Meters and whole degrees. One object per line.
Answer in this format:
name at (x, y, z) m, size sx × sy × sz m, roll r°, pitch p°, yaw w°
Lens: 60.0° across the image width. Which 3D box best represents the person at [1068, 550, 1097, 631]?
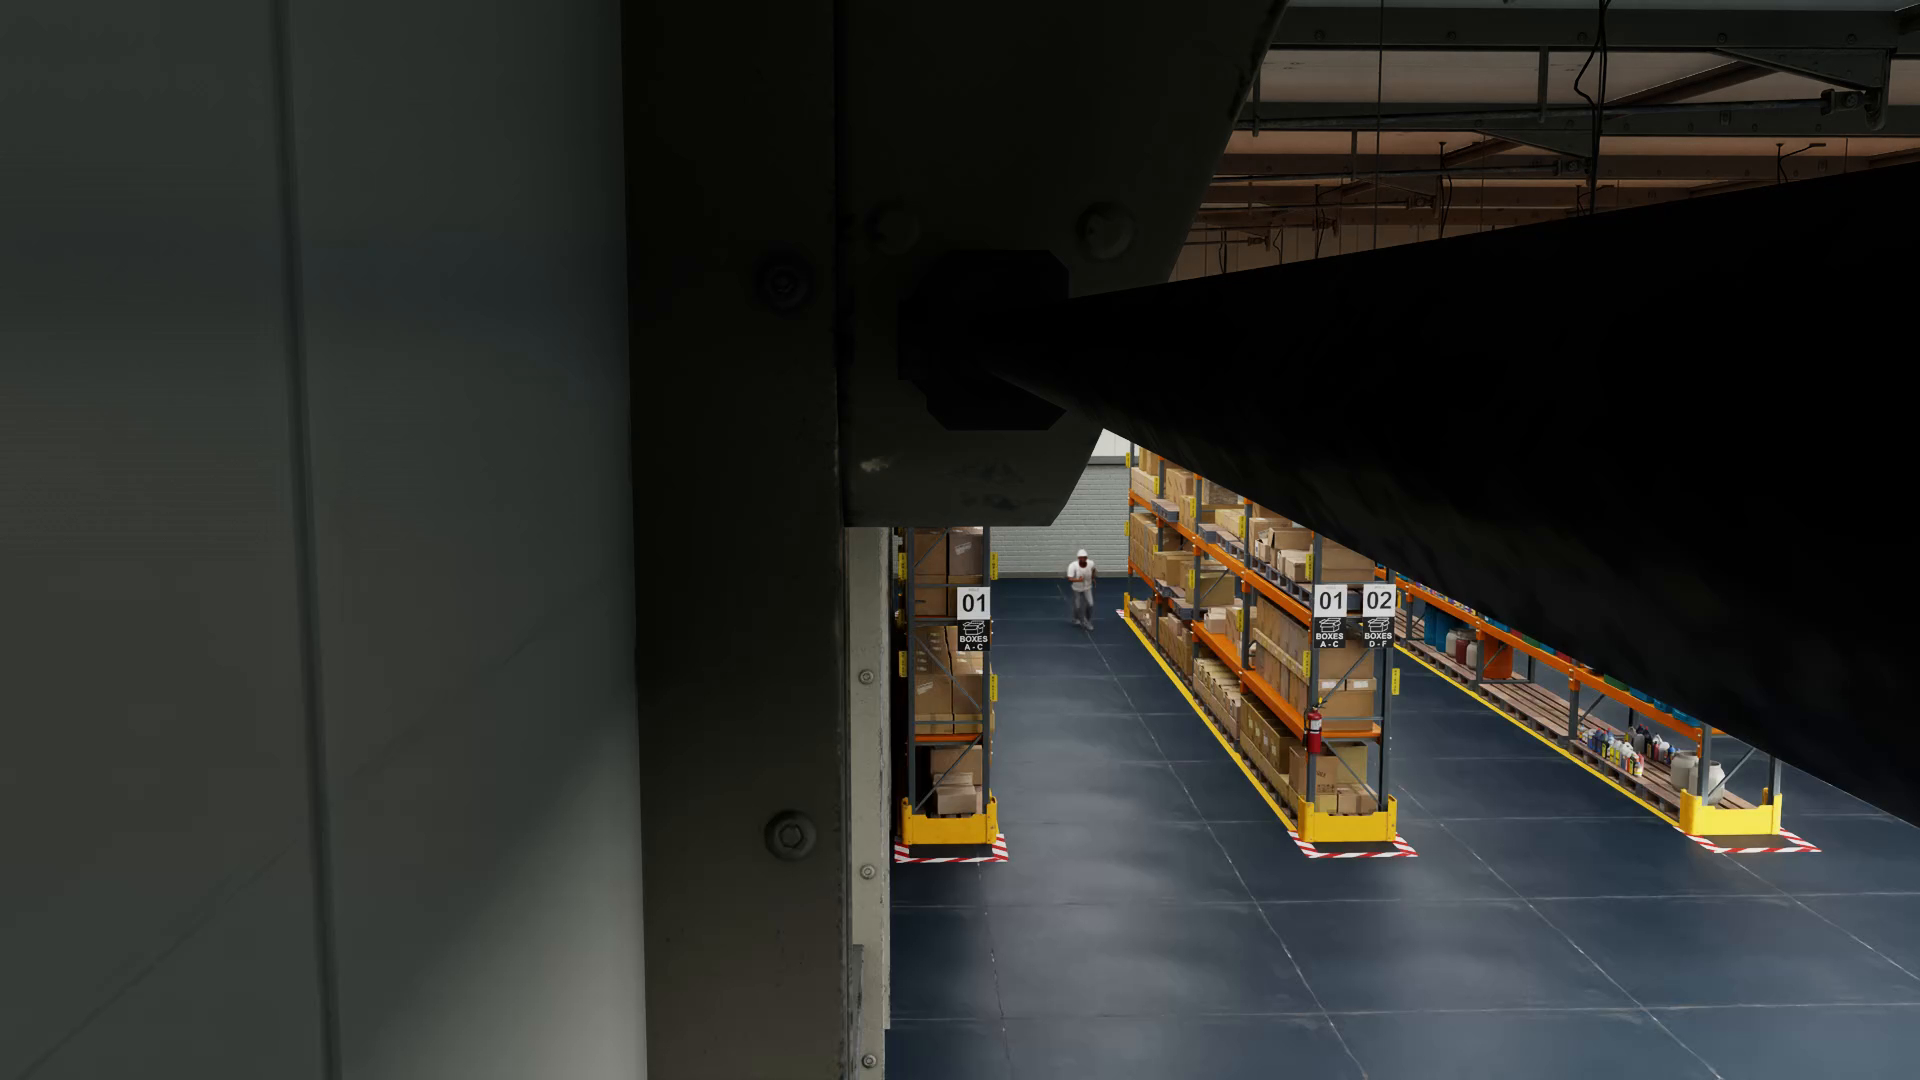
person at (2.552, 1.031, 34.780) m, size 0.653 × 1.705 × 0.944 m, roll -1°, pitch 7°, yaw -6°
